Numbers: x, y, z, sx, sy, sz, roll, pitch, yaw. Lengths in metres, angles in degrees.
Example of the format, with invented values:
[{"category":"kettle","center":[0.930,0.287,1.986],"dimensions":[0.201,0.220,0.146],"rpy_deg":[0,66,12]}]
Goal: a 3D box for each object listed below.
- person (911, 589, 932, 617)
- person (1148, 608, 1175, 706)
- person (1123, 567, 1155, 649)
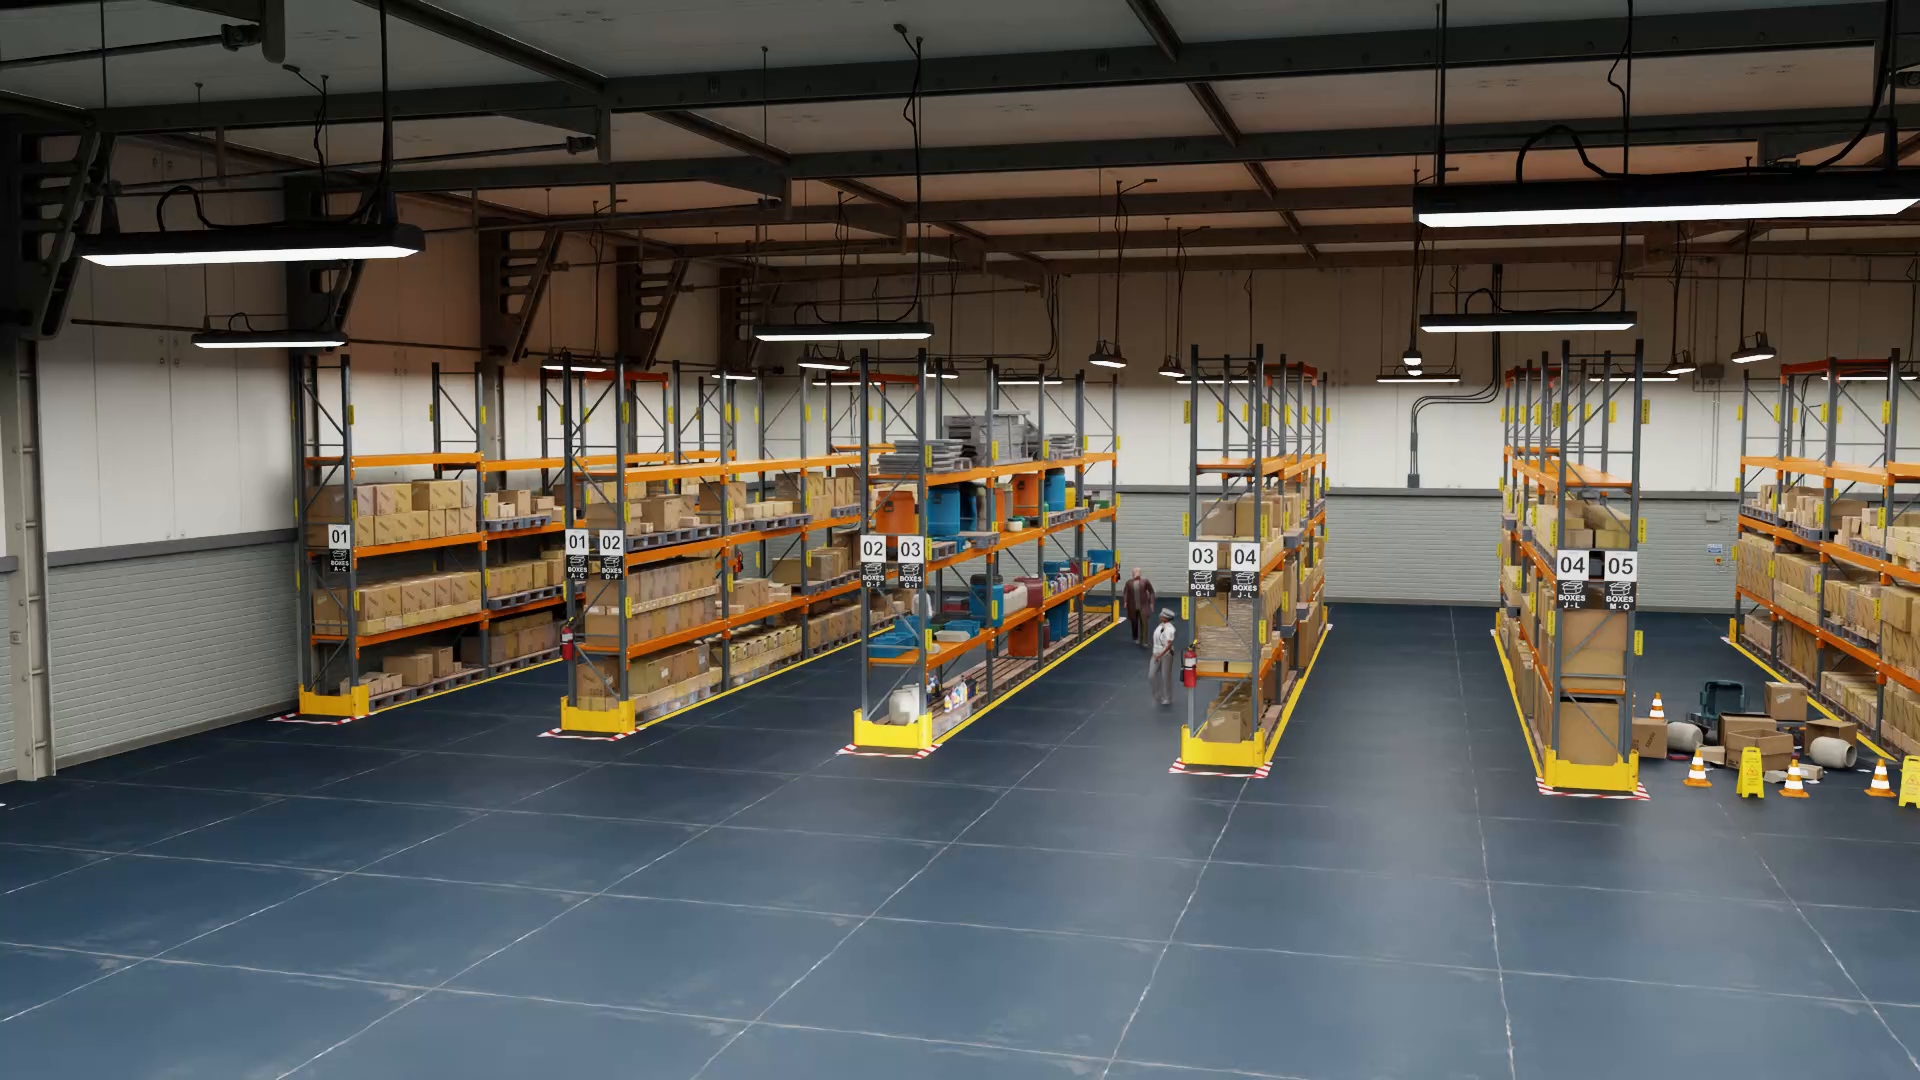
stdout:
[{"category":"person","center":[-0.790,1.648,34.182],"dimensions":[0.449,1.554,0.703],"rpy_deg":[1,4,10]},{"category":"person","center":[3.434,2.048,28.676],"dimensions":[0.531,1.749,0.611],"rpy_deg":[4,6,41]},{"category":"person","center":[3.856,1.452,35.818],"dimensions":[0.686,1.735,1.074],"rpy_deg":[0,4,4]}]
